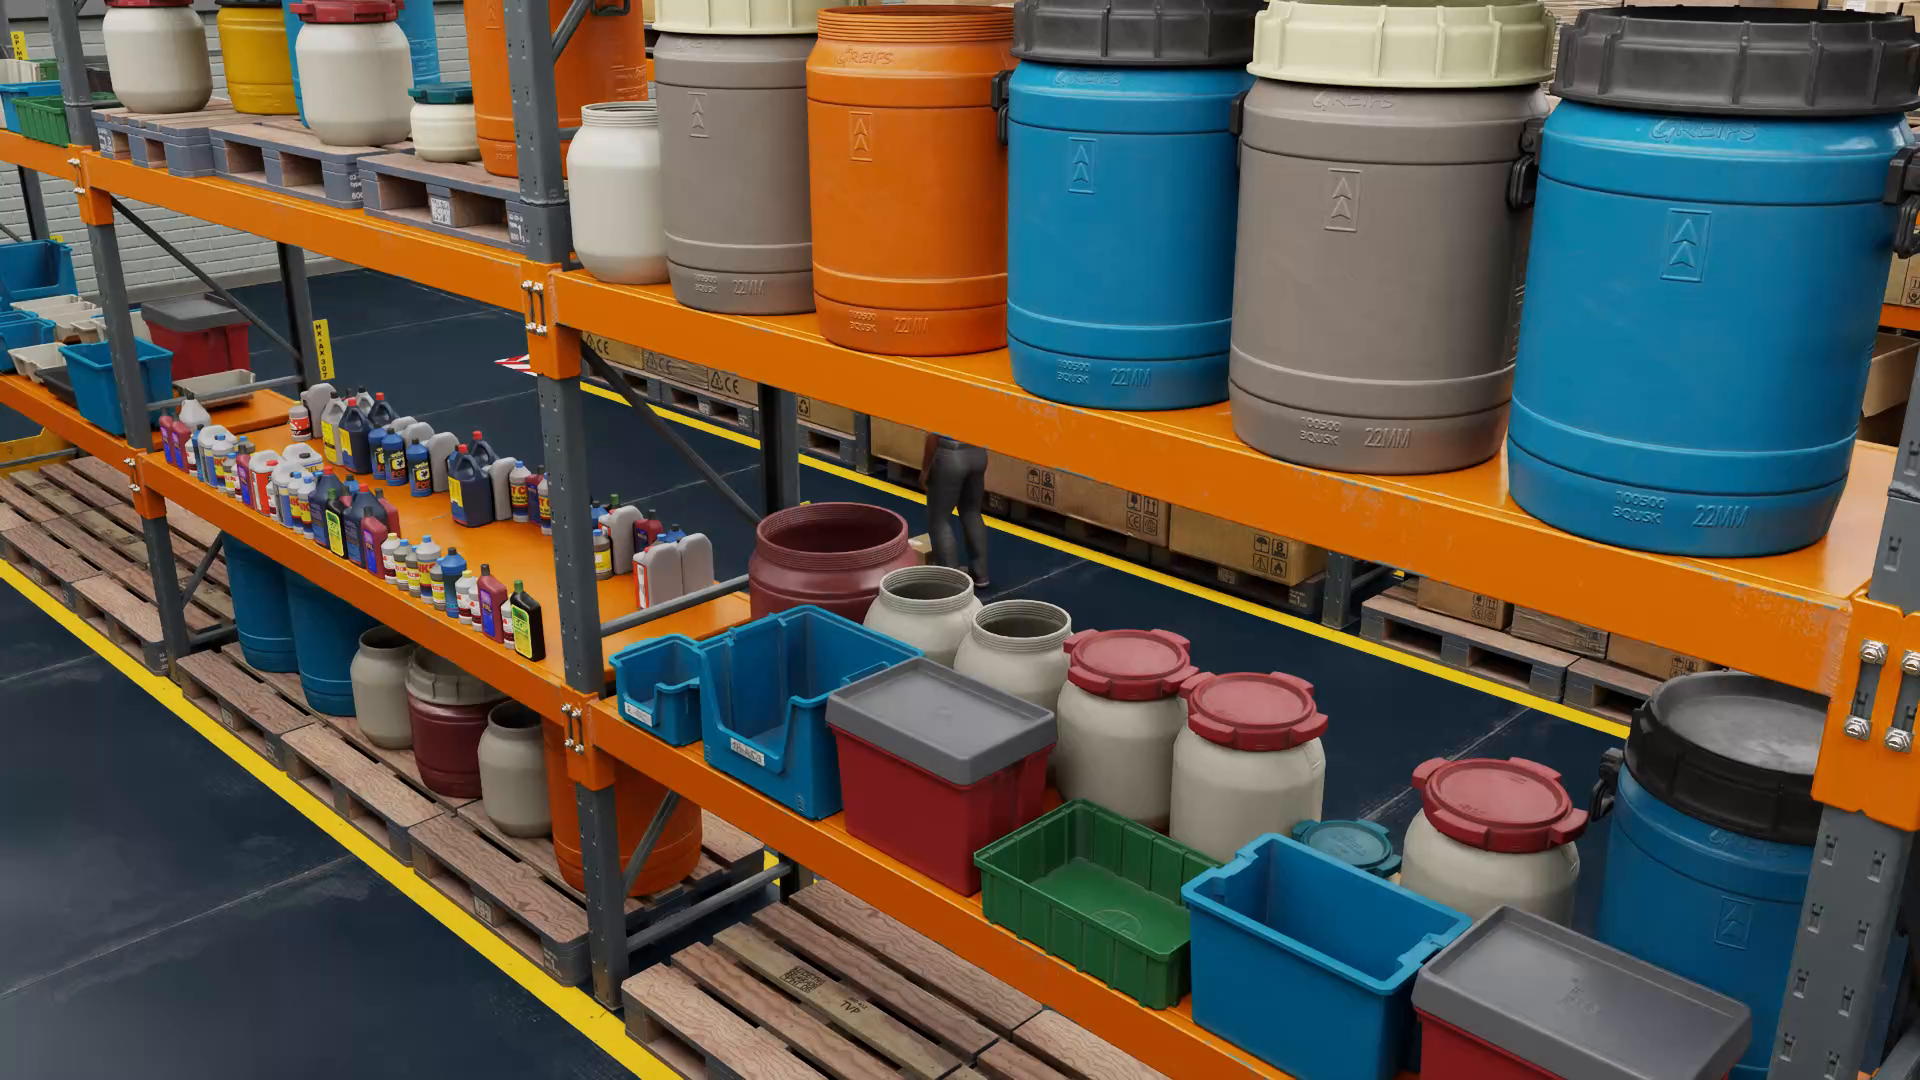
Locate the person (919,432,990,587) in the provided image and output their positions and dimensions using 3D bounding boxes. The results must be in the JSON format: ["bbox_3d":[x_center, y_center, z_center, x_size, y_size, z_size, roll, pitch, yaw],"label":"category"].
[{"bbox_3d":[-0.033,-0.468,9.822,0.349,1.655,0.525,18,27,39],"label":"person"}]
